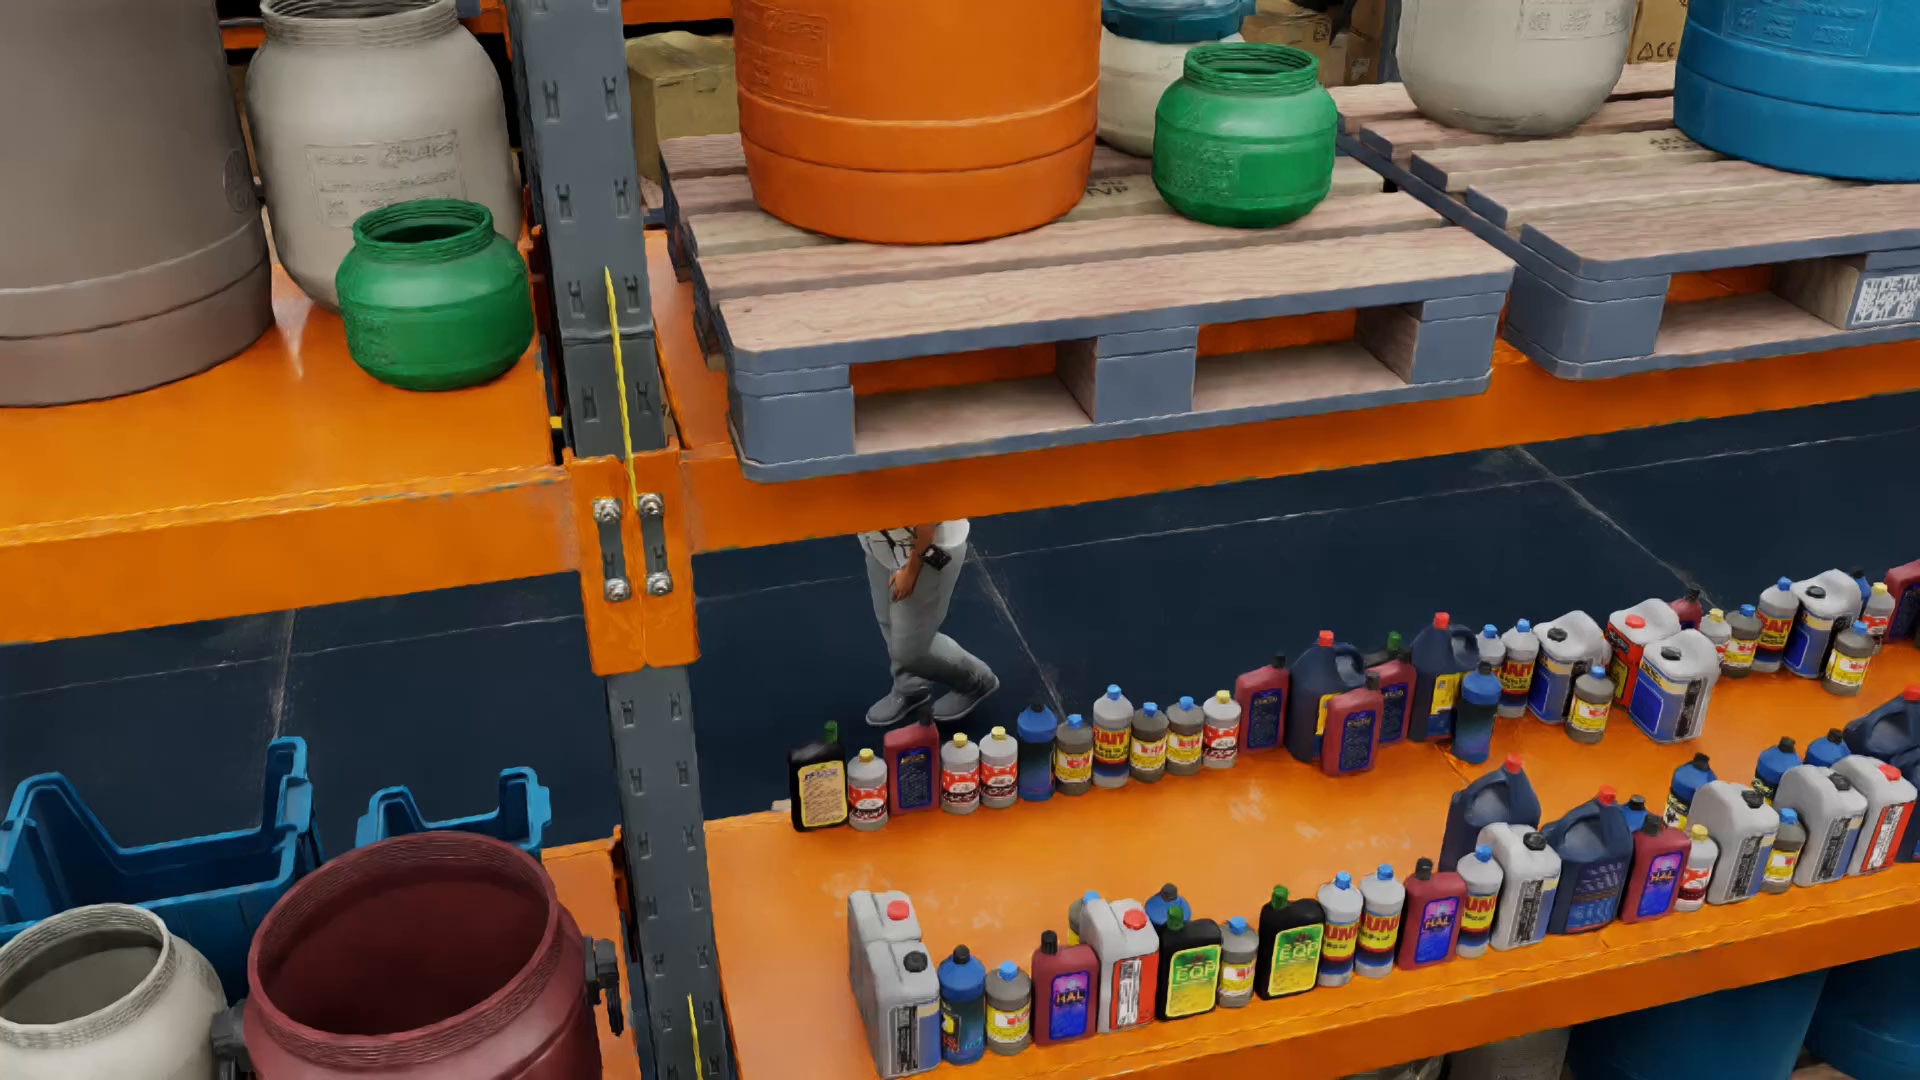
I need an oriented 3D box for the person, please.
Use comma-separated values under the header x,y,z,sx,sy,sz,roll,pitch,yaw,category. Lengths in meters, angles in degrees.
x,y,z,sx,sy,sz,roll,pitch,yaw,category
-0.205,0.027,6.105,0.679,1.641,0.486,-19,35,-29,person
